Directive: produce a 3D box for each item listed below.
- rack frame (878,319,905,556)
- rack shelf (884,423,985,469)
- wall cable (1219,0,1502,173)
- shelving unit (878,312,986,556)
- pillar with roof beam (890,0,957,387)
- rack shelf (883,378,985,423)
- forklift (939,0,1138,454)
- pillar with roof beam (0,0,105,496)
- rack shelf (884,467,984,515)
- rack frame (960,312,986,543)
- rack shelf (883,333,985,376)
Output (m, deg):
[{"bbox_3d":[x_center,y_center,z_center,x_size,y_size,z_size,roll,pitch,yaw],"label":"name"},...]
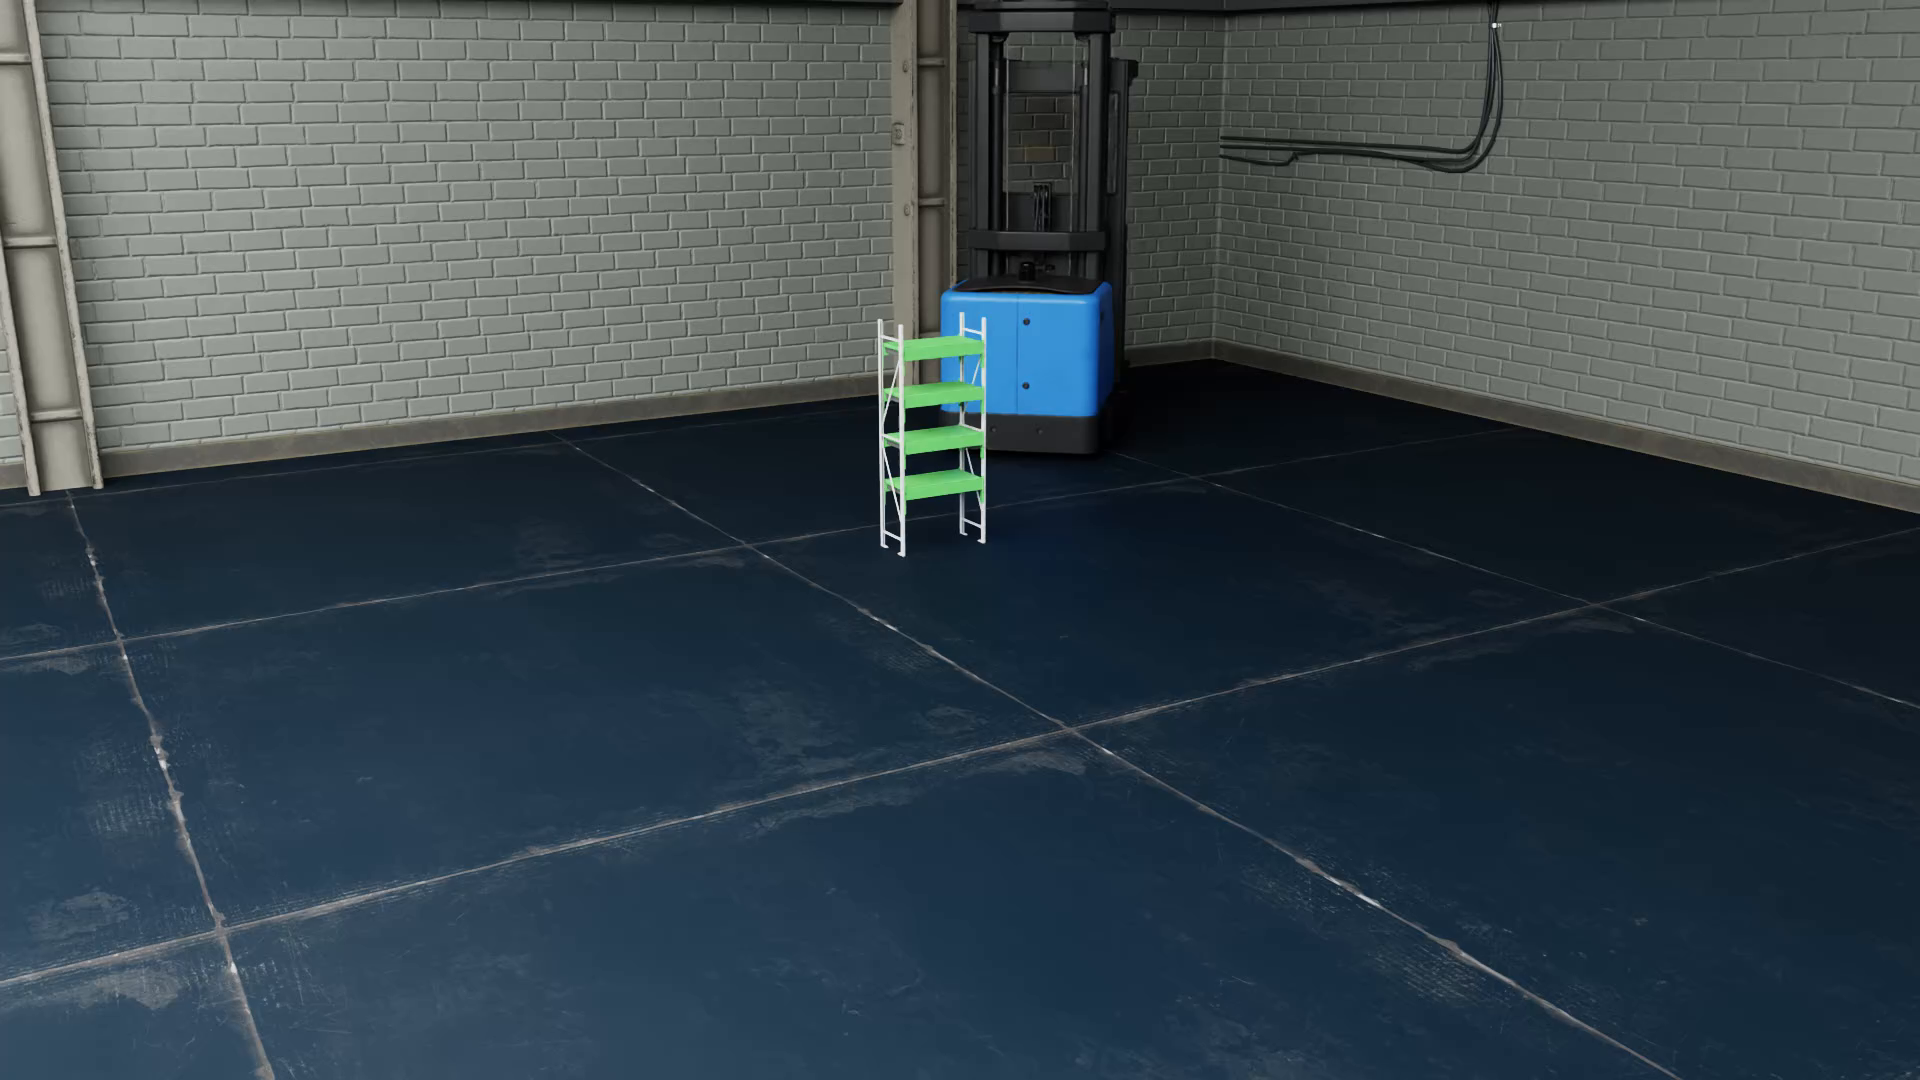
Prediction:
[{"bbox_3d":[-0.351,-0.521,8.545,0.015,1.200,0.240,-9,18,-30],"label":"rack frame"},{"bbox_3d":[-0.142,-0.493,8.683,0.480,0.148,0.258,-9,18,-30],"label":"rack shelf"},{"bbox_3d":[2.939,-4.098,12.610,0.112,2.526,3.097,-9,18,-30],"label":"wall cable"},{"bbox_3d":[-0.142,-0.555,8.666,0.503,1.200,0.258,-9,18,-30],"label":"shelving unit"},{"bbox_3d":[1.950,-4.494,8.269,0.400,9.000,9.100,-9,18,-30],"label":"pillar with roof beam"},{"bbox_3d":[-0.142,-0.724,8.618,0.480,0.148,0.258,-9,18,-30],"label":"rack shelf"},{"bbox_3d":[0.647,-2.311,11.725,1.130,2.935,3.031,3,16,11],"label":"forklift"},{"bbox_3d":[-3.193,-3.660,5.293,0.400,9.000,9.100,-9,18,-30],"label":"pillar with roof beam"},{"bbox_3d":[-0.142,-0.262,8.748,0.480,0.148,0.258,-9,18,-30],"label":"rack shelf"},{"bbox_3d":[0.067,-0.589,8.787,0.015,1.200,0.240,-9,18,-30],"label":"rack frame"},{"bbox_3d":[-0.142,-0.955,8.553,0.480,0.148,0.258,-9,18,-30],"label":"rack shelf"}]
